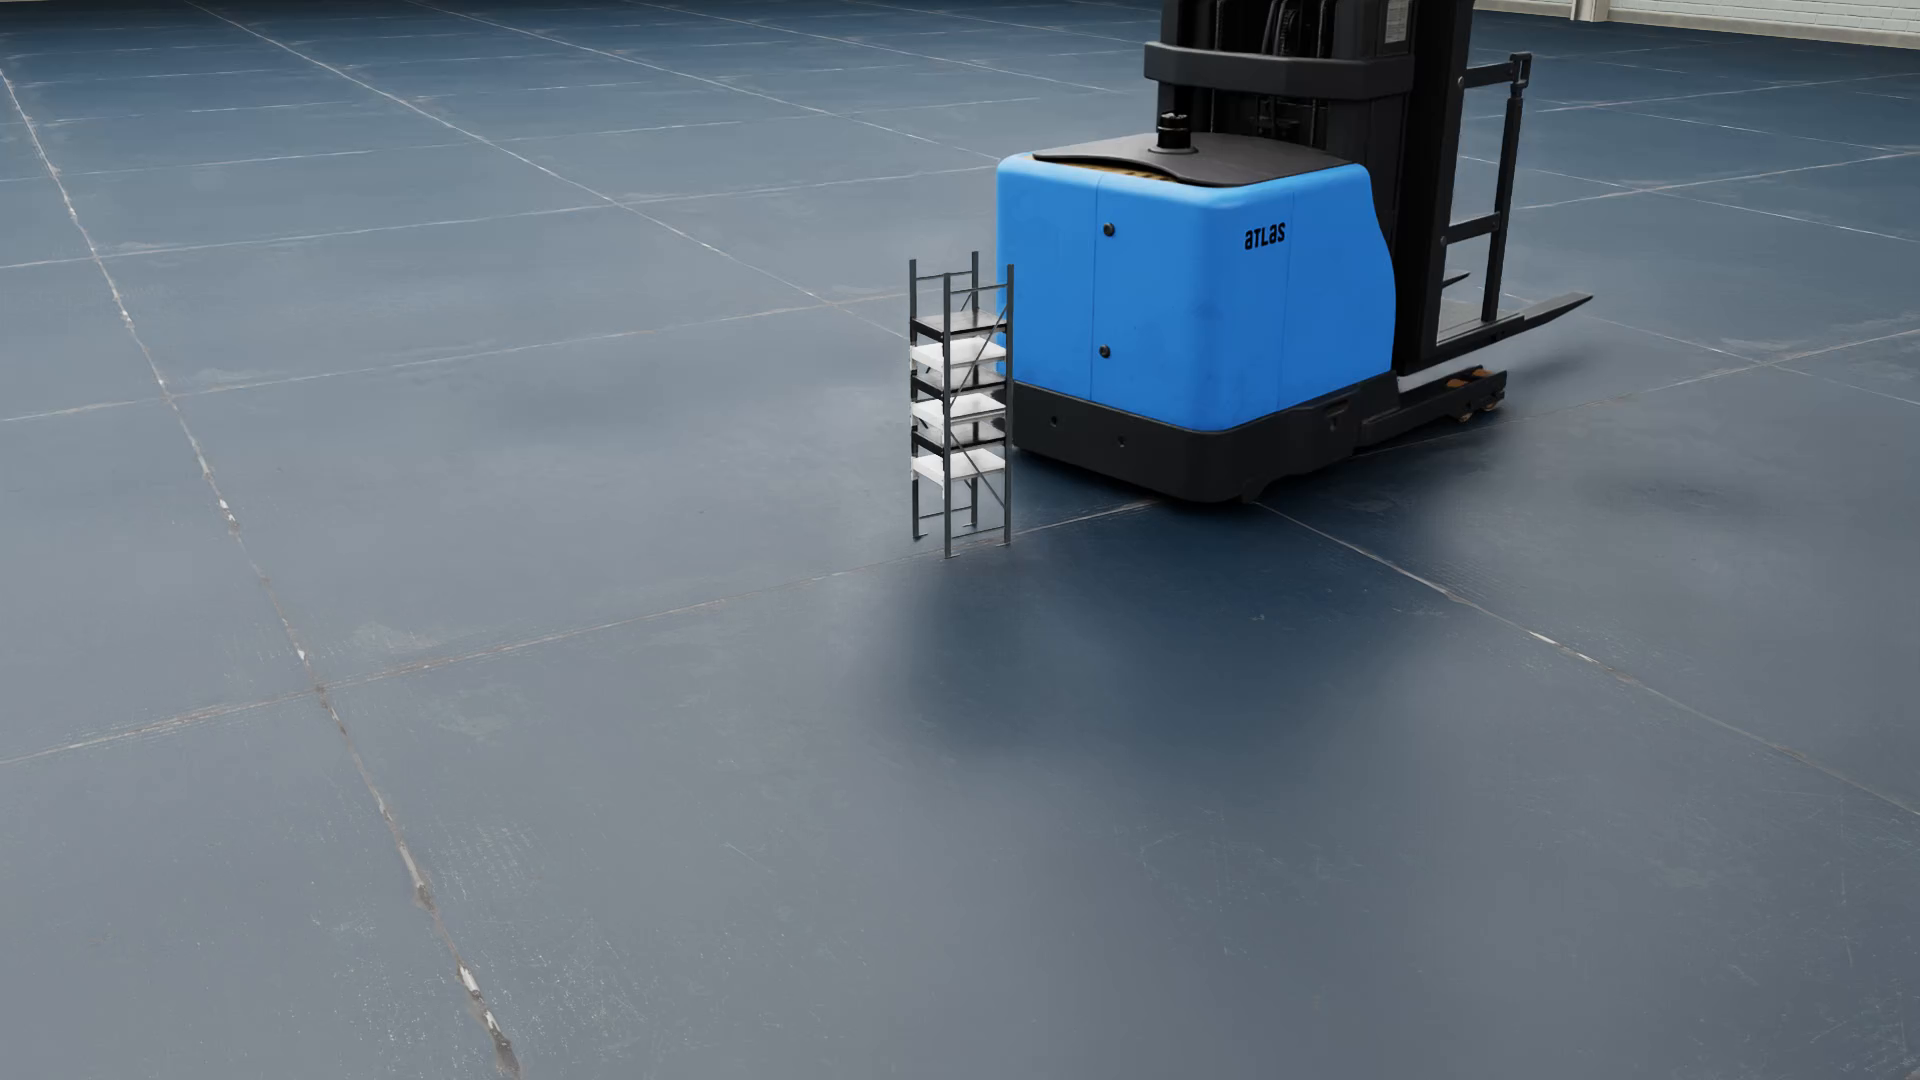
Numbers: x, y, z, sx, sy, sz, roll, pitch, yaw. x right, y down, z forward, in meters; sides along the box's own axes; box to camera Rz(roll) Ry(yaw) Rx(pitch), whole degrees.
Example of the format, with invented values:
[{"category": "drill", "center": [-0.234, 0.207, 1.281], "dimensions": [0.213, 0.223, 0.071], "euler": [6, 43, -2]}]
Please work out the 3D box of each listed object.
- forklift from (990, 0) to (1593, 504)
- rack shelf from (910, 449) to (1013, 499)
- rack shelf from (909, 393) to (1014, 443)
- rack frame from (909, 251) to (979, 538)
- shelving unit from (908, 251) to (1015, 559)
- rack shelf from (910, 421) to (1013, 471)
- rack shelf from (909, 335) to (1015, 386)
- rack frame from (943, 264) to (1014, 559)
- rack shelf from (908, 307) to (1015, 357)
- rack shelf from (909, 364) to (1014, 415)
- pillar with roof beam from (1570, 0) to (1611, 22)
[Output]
[{"category": "forklift", "center": [1.513, -1.936, 6.182], "dimensions": [3.031, 2.935, 1.130], "euler": [-20, 30, -41]}, {"category": "rack shelf", "center": [0.004, -0.217, 5.216], "dimensions": [0.258, 0.077, 0.200], "euler": [-13, 25, -28]}, {"category": "rack shelf", "center": [0.004, -0.383, 5.148], "dimensions": [0.258, 0.077, 0.200], "euler": [-13, 25, -28]}, {"category": "rack frame", "center": [-0.048, -0.447, 5.217], "dimensions": [0.240, 0.900, 0.006], "euler": [-13, 25, -28]}, {"category": "shelving unit", "center": [0.004, -0.414, 5.136], "dimensions": [0.258, 0.900, 0.210], "euler": [-13, 25, -28]}, {"category": "rack shelf", "center": [0.004, -0.300, 5.182], "dimensions": [0.258, 0.077, 0.200], "euler": [-13, 25, -28]}, {"category": "rack shelf", "center": [0.004, -0.550, 5.080], "dimensions": [0.258, 0.077, 0.200], "euler": [-13, 25, -28]}, {"category": "rack frame", "center": [0.056, -0.381, 5.055], "dimensions": [0.240, 0.900, 0.006], "euler": [-13, 25, -28]}, {"category": "rack shelf", "center": [0.004, -0.633, 5.046], "dimensions": [0.258, 0.077, 0.200], "euler": [-13, 25, -28]}, {"category": "rack shelf", "center": [0.004, -0.467, 5.114], "dimensions": [0.258, 0.077, 0.200], "euler": [-13, 25, -28]}, {"category": "pillar with roof beam", "center": [4.992, -10.522, 19.248], "dimensions": [9.100, 9.000, 0.400], "euler": [-13, 25, -28]}]
